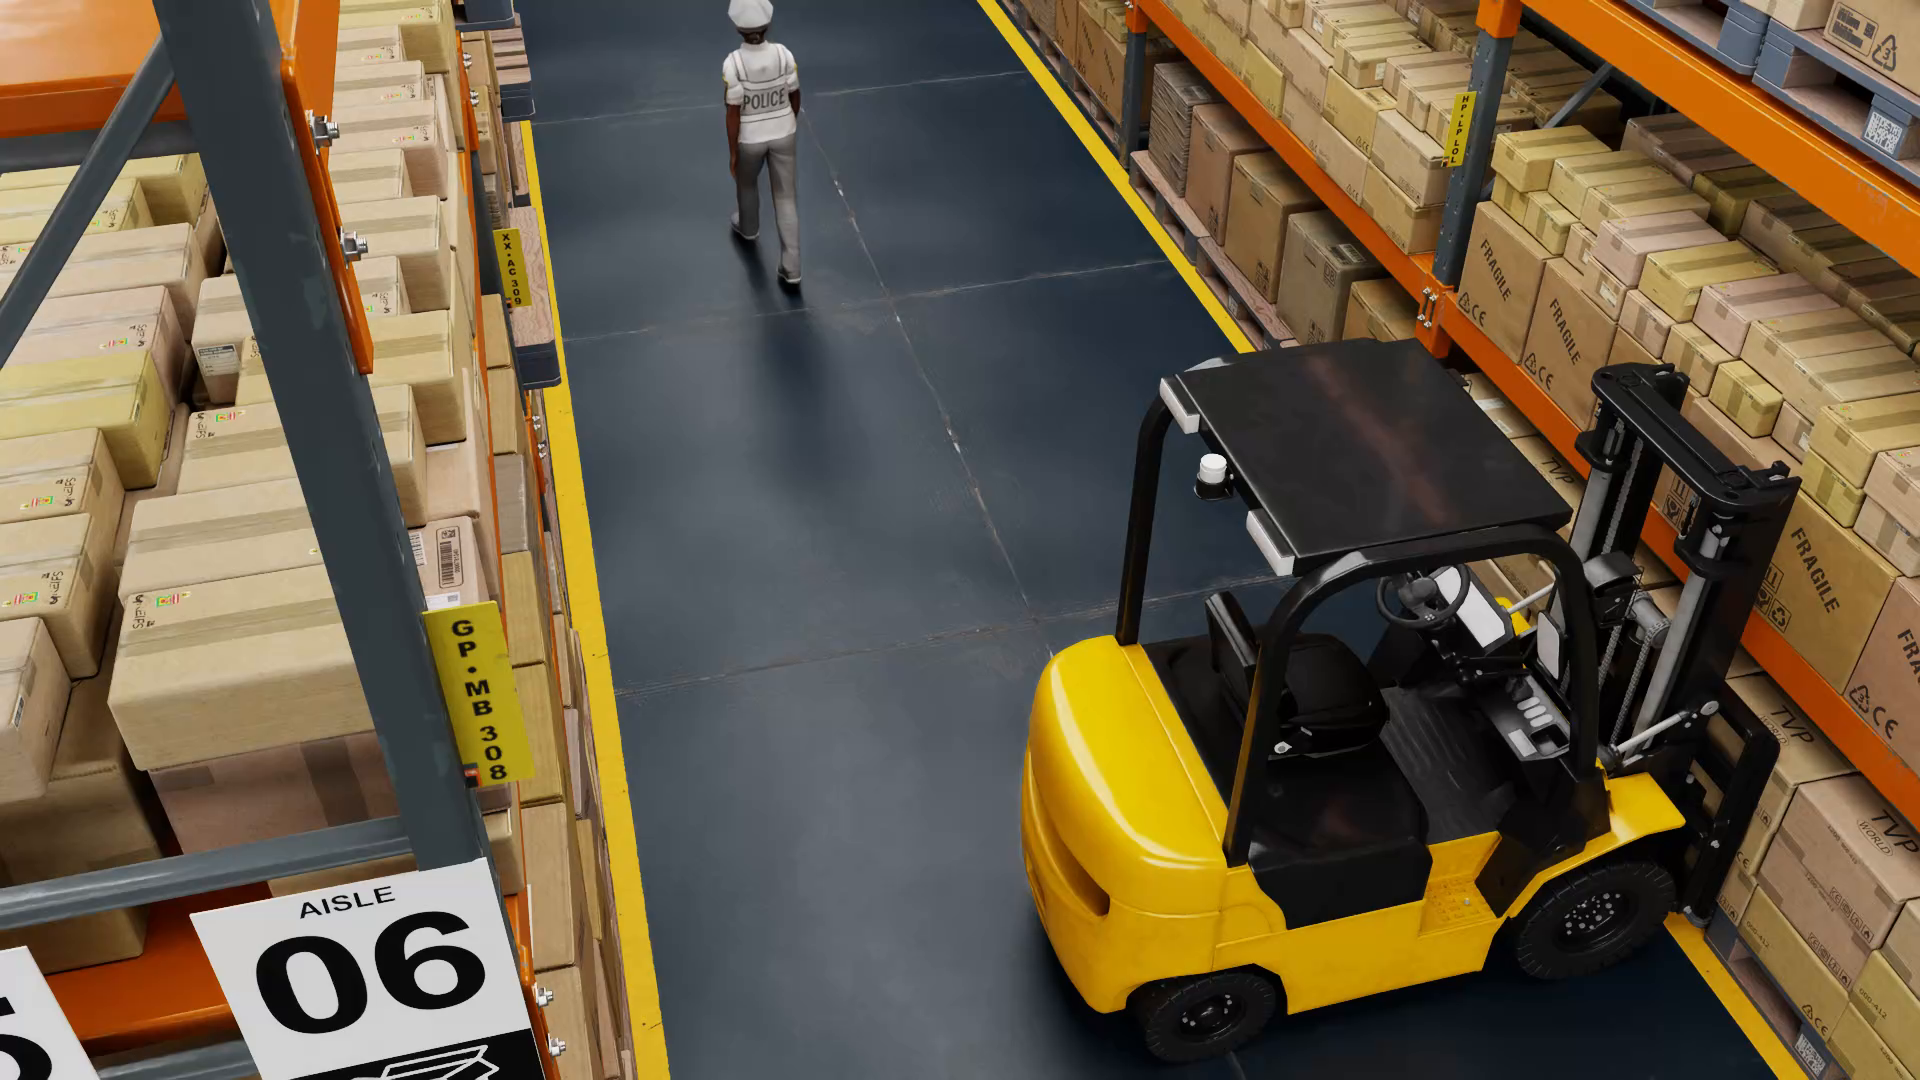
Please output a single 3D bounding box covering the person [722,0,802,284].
[{"bbox_3d":[-1.152,-2.395,9.697,0.475,1.632,0.987,-11,40,-13],"label":"person"}]
